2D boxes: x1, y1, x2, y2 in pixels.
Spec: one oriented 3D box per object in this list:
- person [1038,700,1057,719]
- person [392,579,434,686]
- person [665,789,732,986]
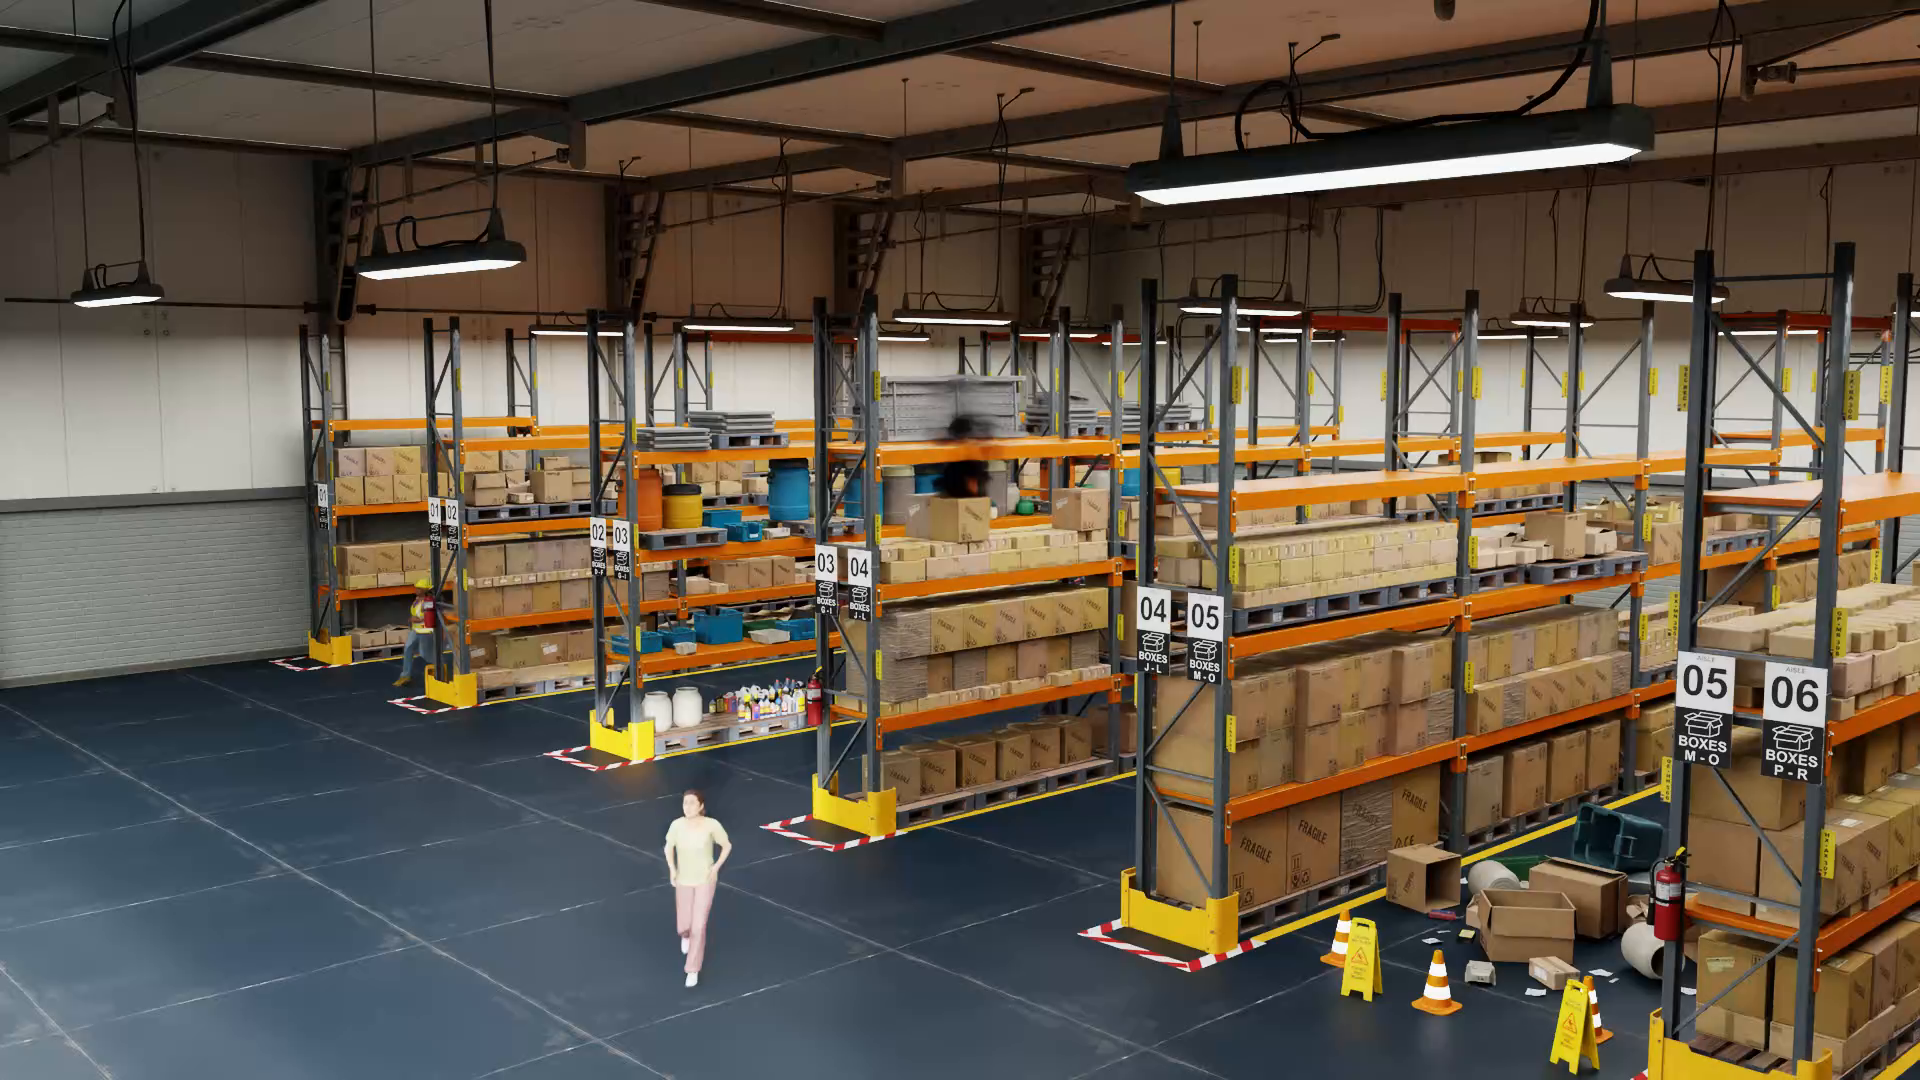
[{"bbox_3d":[1.271,1.883,24.325,0.632,1.643,0.954,4,7,32],"label":"person"},{"bbox_3d":[-8.883,1.524,27.461,0.889,1.758,0.719,-6,8,-44],"label":"person"},{"bbox_3d":[-2.243,2.927,14.260,0.580,1.644,0.626,0,6,2],"label":"person"}]
